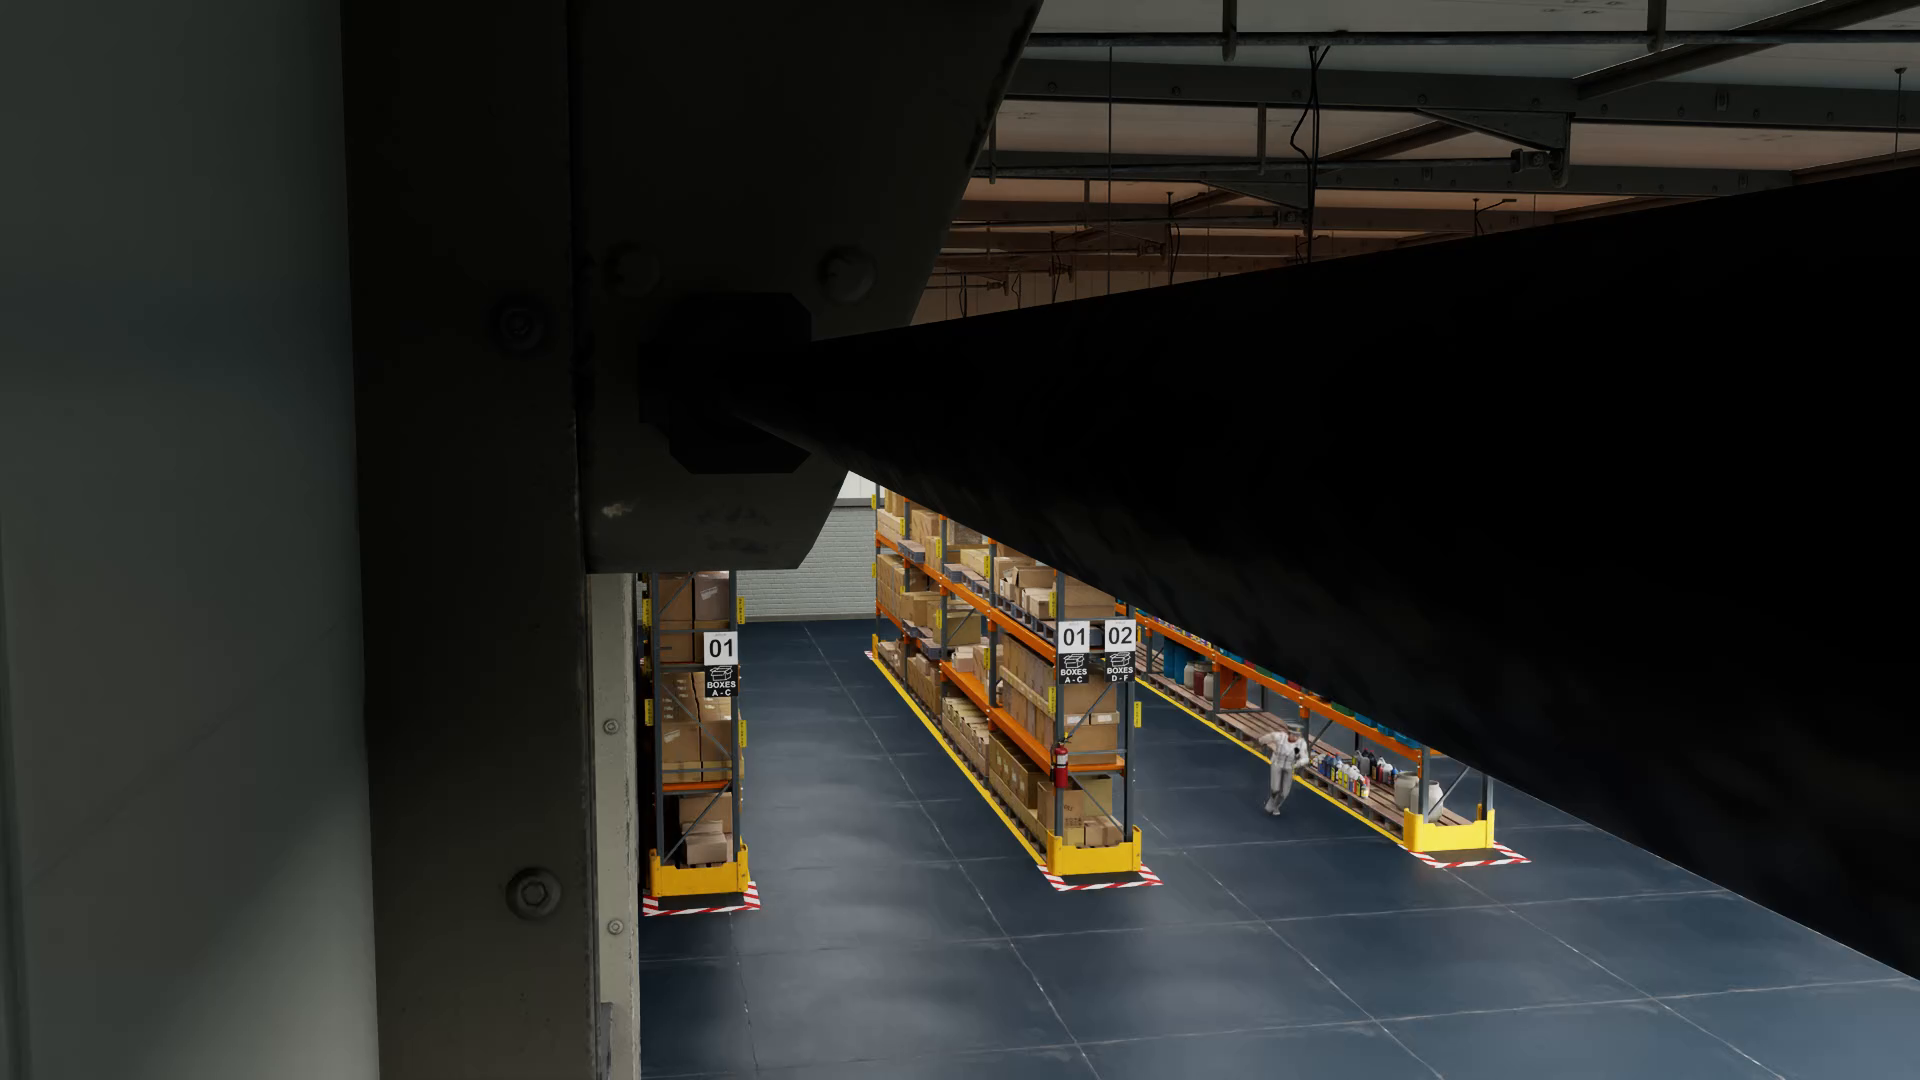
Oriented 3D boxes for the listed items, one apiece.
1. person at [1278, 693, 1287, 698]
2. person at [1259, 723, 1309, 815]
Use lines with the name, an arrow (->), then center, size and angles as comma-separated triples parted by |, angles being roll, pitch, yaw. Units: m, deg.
person -> 6.319, 2.238, 32.195 | 0.565, 1.605, 0.622 | -3, 7, -28
person -> 4.559, 3.218, 23.327 | 0.622, 1.425, 0.946 | 0, 6, 2
